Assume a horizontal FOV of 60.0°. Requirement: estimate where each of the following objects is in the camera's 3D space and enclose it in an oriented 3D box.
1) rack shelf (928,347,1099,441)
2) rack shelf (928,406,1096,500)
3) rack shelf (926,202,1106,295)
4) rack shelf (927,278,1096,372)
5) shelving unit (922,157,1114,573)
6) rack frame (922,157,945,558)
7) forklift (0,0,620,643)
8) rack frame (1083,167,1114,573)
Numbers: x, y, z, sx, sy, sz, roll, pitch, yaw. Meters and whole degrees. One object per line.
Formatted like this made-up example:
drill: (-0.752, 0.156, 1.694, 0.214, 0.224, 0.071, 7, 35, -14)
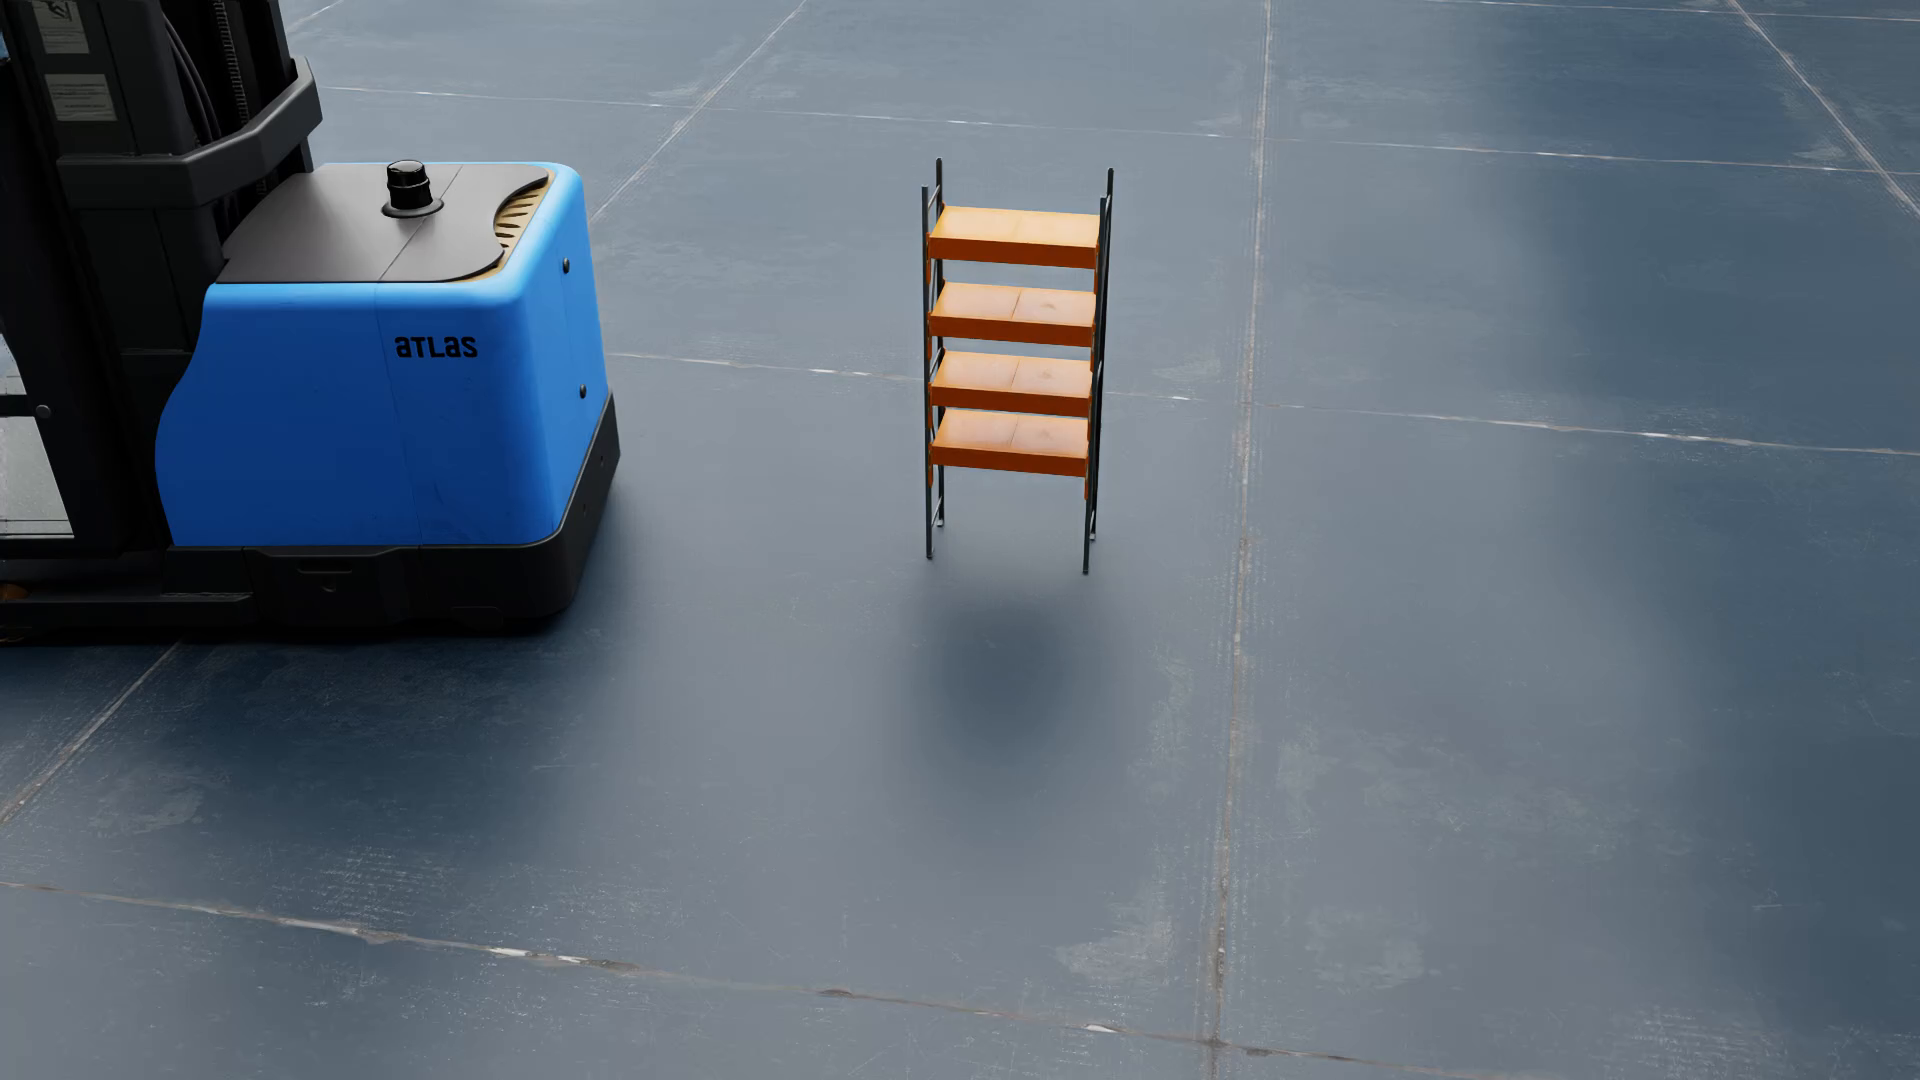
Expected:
rack shelf: (0.163, -0.437, 4.944, 0.480, 0.148, 0.258, 5, 32, 8)
rack shelf: (0.163, -0.268, 5.049, 0.480, 0.148, 0.258, 5, 32, 8)
rack shelf: (0.163, -0.827, 4.700, 0.480, 0.148, 0.258, 5, 32, 8)
rack shelf: (0.163, -0.626, 4.825, 0.480, 0.148, 0.258, 5, 32, 8)
shelving unit: (0.163, -0.494, 4.908, 0.503, 1.200, 0.258, 5, 32, 8)
rack frame: (-0.077, -0.516, 4.943, 0.015, 1.200, 0.240, 5, 32, 8)
forklift: (-2.647, -1.230, 4.452, 3.031, 2.935, 1.130, 0, 32, 0)
rack frame: (0.404, -0.472, 4.873, 0.015, 1.200, 0.240, 5, 32, 8)
